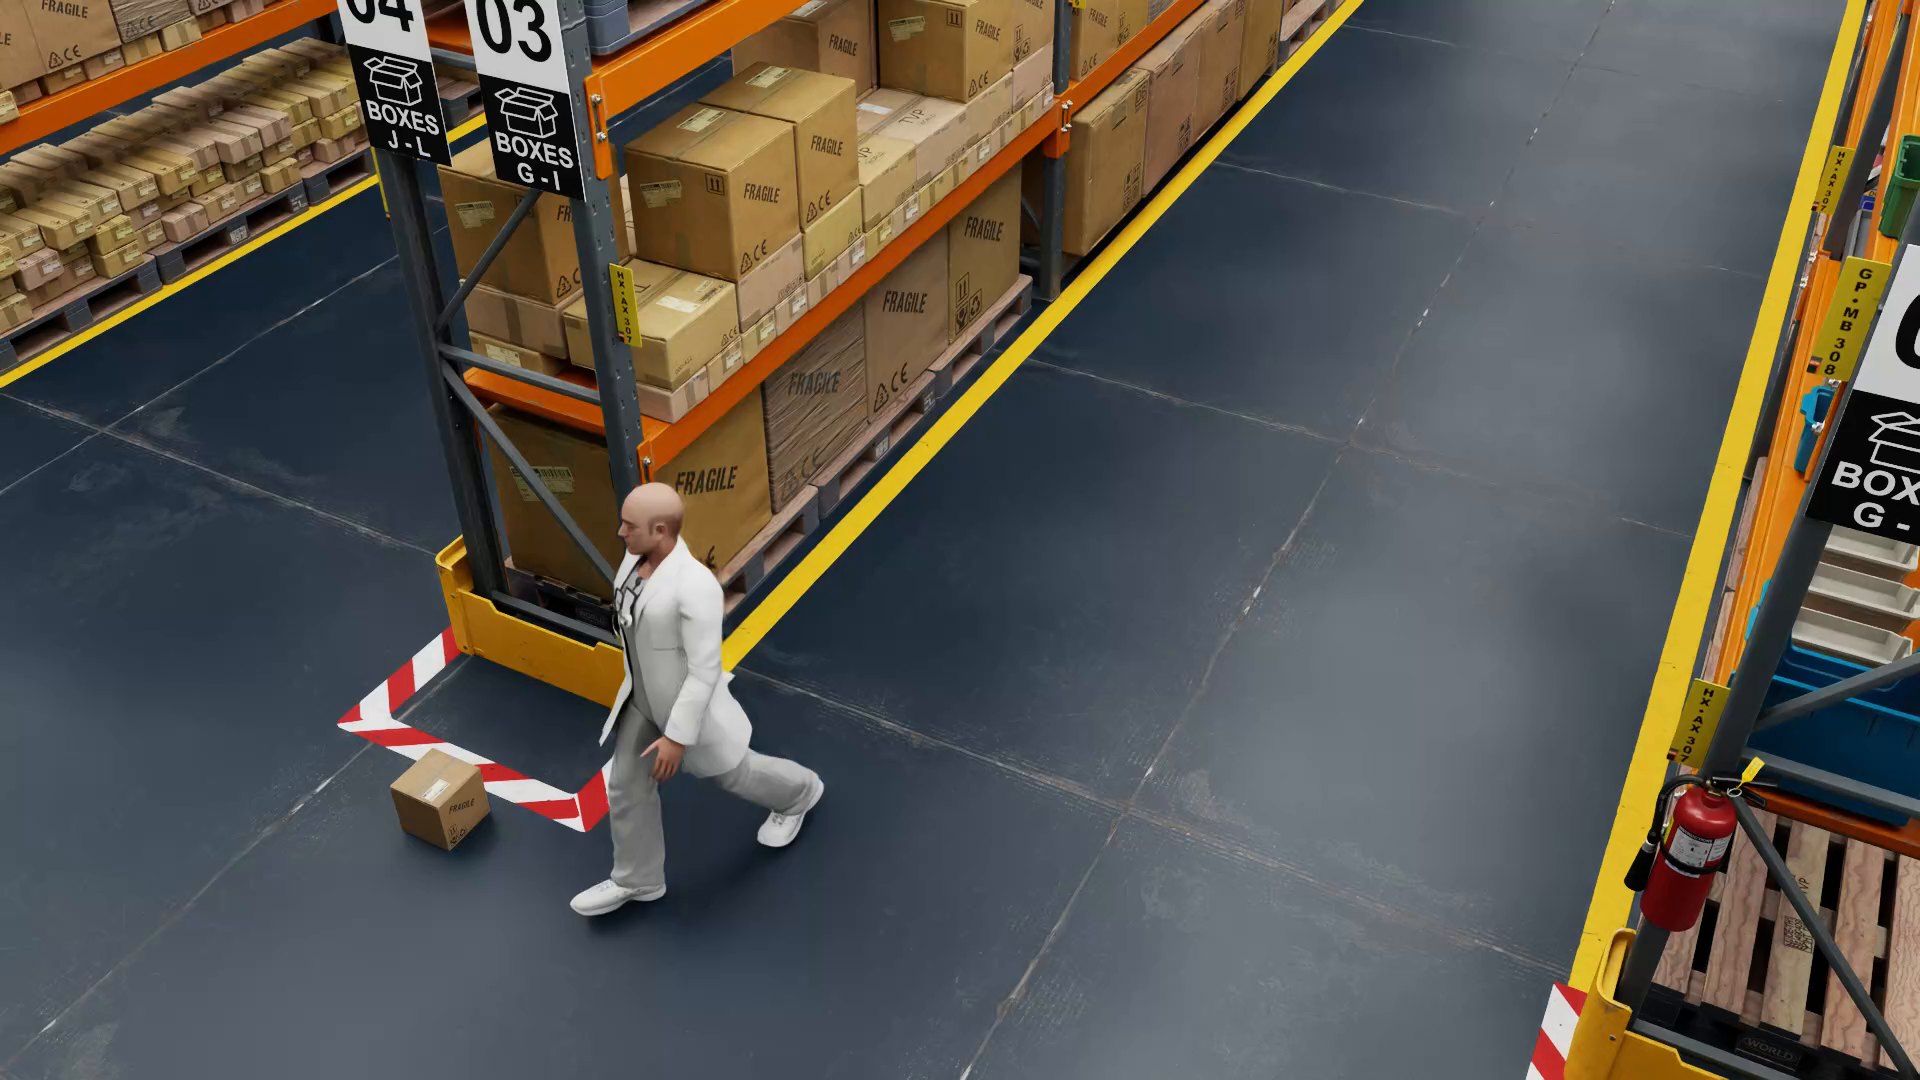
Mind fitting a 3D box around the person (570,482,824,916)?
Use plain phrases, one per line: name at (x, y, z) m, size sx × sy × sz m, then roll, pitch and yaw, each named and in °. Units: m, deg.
person at (-1.024, 0.569, 6.028) m, size 1.076 × 1.732 × 0.594 m, roll -28°, pitch 46°, yaw -32°
